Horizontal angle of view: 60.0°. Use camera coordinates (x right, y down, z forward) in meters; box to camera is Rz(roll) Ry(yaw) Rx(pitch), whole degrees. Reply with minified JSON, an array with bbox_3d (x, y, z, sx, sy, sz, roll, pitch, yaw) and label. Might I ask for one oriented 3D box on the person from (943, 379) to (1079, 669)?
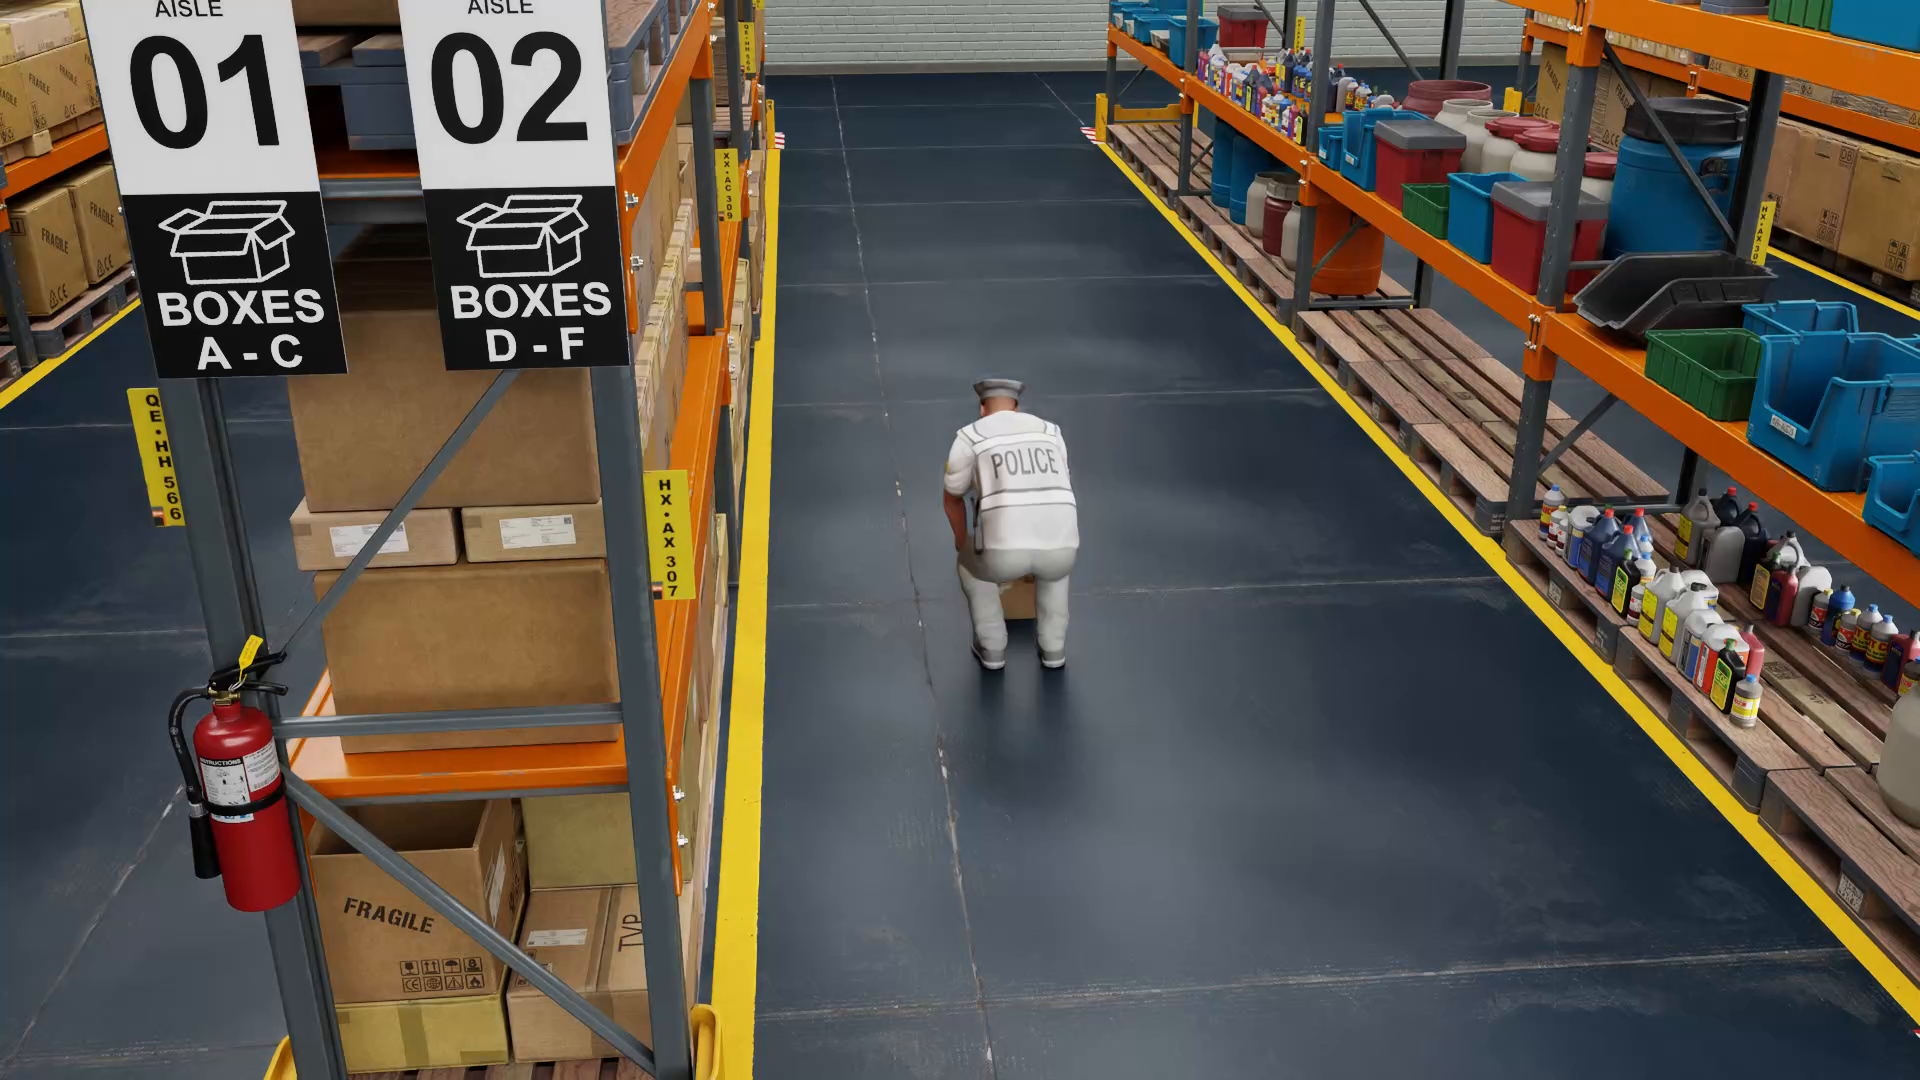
[{"bbox_3d":[0.224,-0.065,7.429,0.576,1.205,0.900,-2,24,-5],"label":"person"}]
